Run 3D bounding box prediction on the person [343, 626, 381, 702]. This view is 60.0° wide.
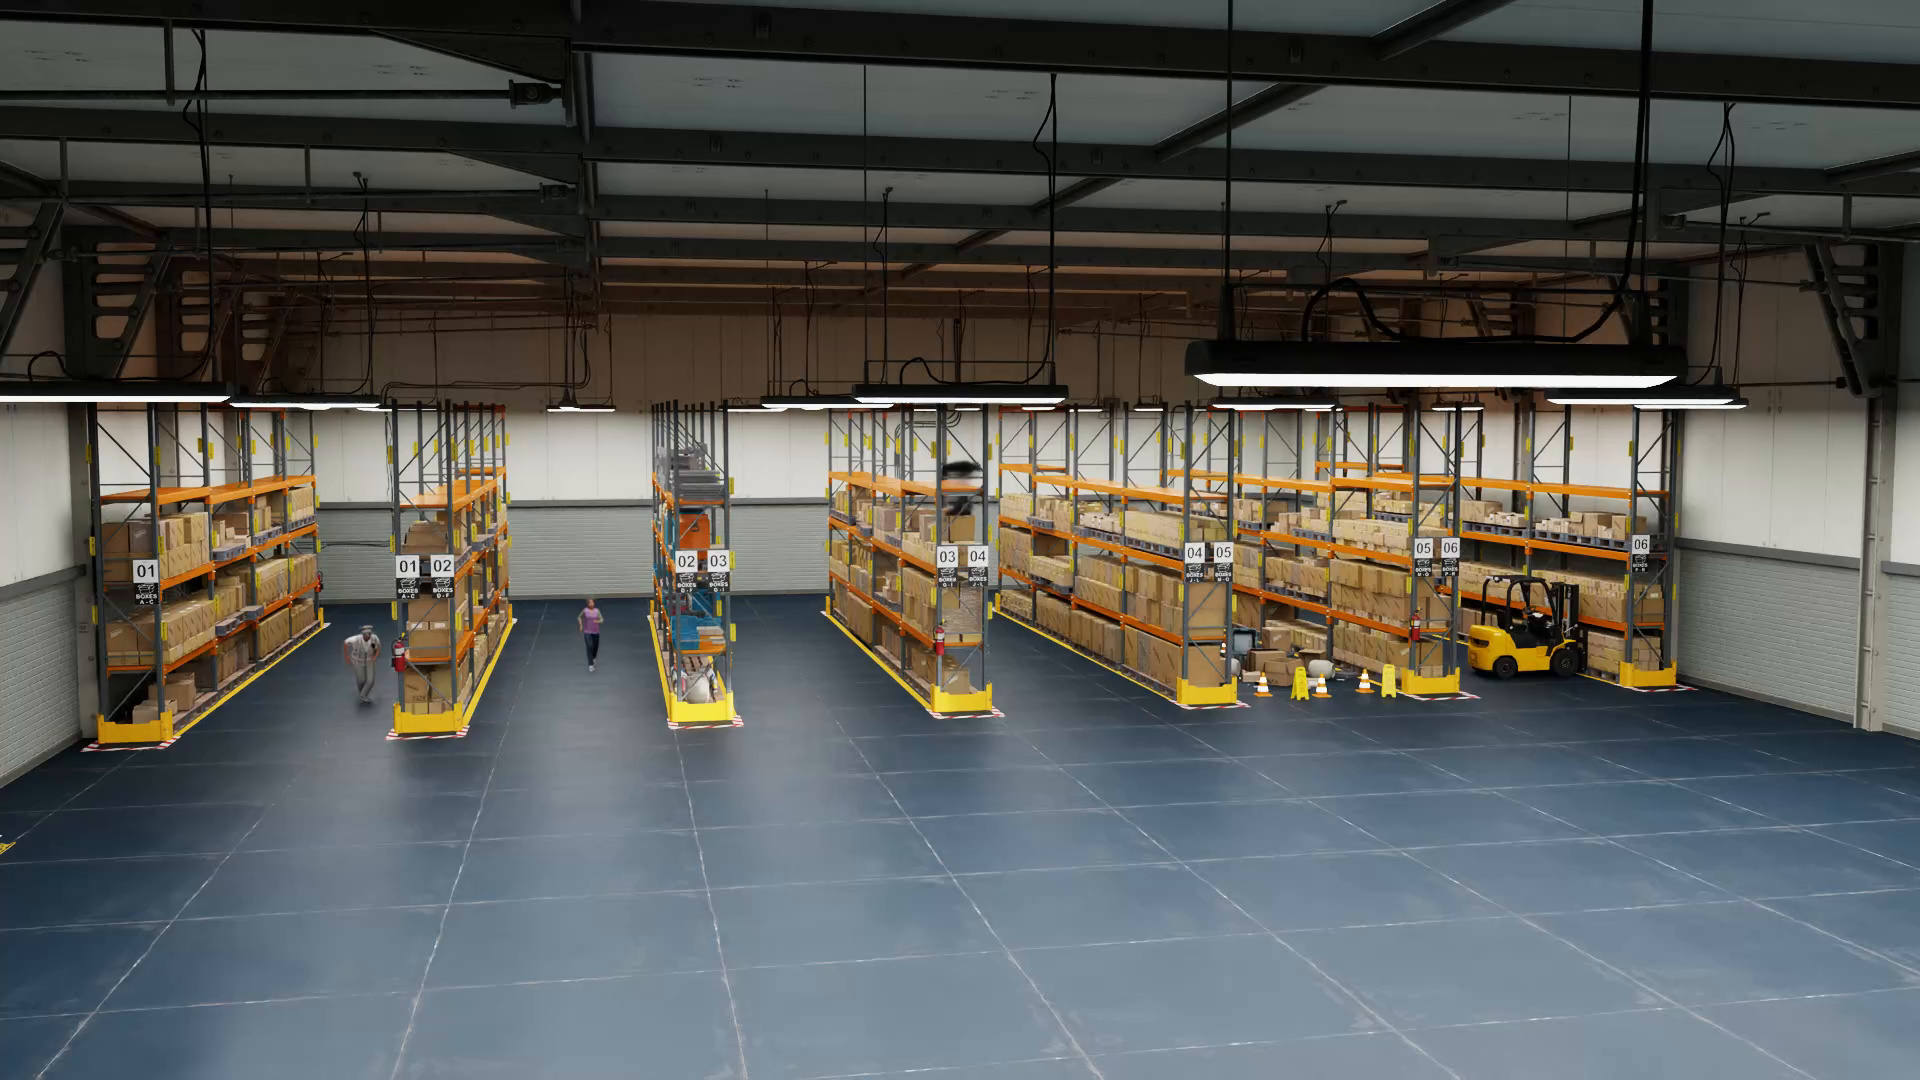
[{"bbox_3d":[-11.872,2.462,33.024,0.693,1.565,0.843,-2,5,-30],"label":"person"}]

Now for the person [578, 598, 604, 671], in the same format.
[{"bbox_3d":[-8.272,2.104,37.301,0.542,1.566,0.888,-2,5,-19],"label":"person"}]
